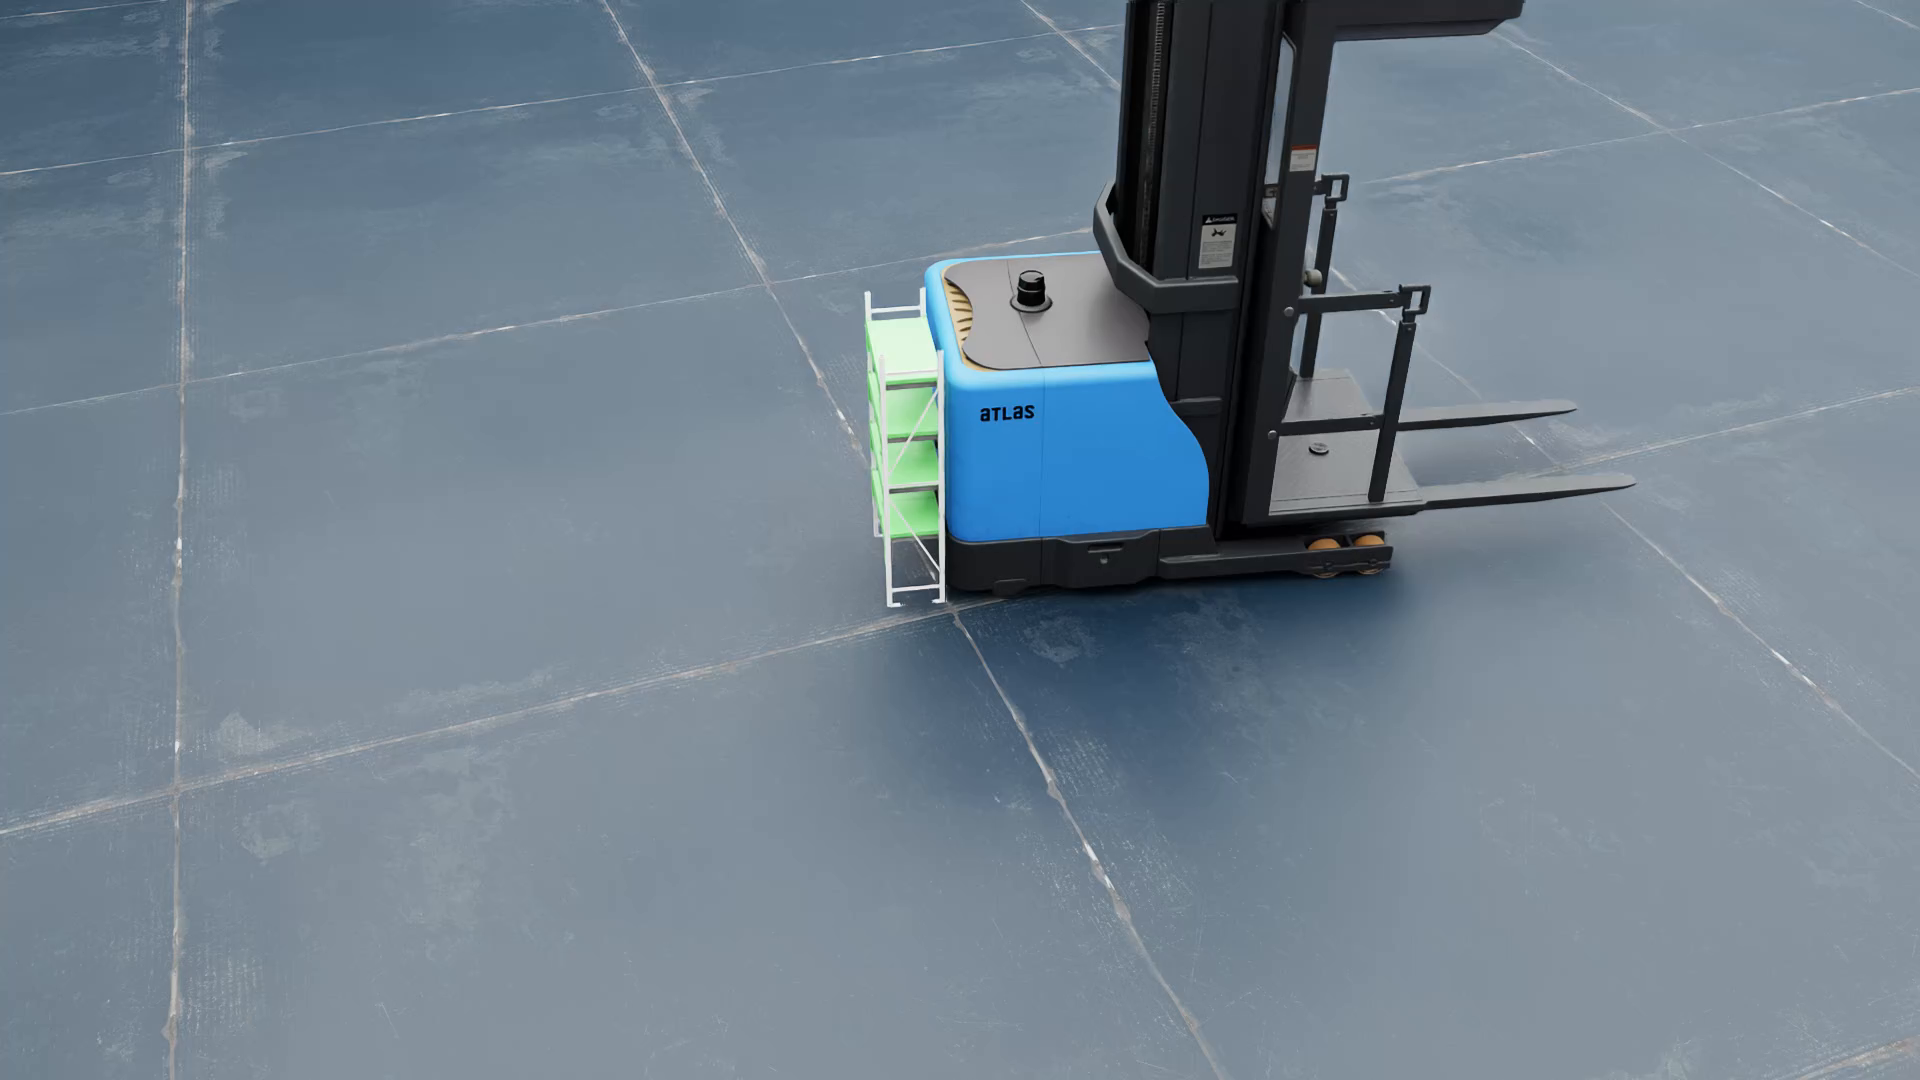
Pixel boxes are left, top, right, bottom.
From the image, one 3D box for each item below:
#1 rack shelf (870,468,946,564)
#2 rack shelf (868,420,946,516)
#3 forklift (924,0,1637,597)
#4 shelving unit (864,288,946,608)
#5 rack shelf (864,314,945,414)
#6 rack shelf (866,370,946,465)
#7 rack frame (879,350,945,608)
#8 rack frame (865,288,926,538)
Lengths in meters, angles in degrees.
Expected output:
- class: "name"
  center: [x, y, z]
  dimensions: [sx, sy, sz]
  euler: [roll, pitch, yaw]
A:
- class: "rack shelf"
  center: [-0.219, -0.116, 6.912]
  dimensions: [0.258, 0.148, 0.480]
  euler: [-5, 37, -7]
- class: "rack shelf"
  center: [-0.219, -0.308, 6.768]
  dimensions: [0.258, 0.148, 0.480]
  euler: [-5, 37, -7]
- class: "forklift"
  center: [1.392, -1.323, 6.570]
  dimensions: [3.031, 2.935, 1.130]
  euler: [-4, 37, -6]
- class: "shelving unit"
  center: [-0.219, -0.359, 6.730]
  dimensions: [0.258, 1.200, 0.503]
  euler: [-5, 37, -7]
- class: "rack shelf"
  center: [-0.219, -0.692, 6.479]
  dimensions: [0.258, 0.148, 0.480]
  euler: [-5, 37, -7]
- class: "rack shelf"
  center: [-0.219, -0.500, 6.624]
  dimensions: [0.258, 0.148, 0.480]
  euler: [-5, 37, -7]
- class: "rack frame"
  center: [-0.182, -0.214, 6.537]
  dimensions: [0.240, 1.200, 0.015]
  euler: [-5, 37, -7]
- class: "rack frame"
  center: [-0.256, -0.504, 6.922]
  dimensions: [0.240, 1.200, 0.015]
  euler: [-5, 37, -7]
